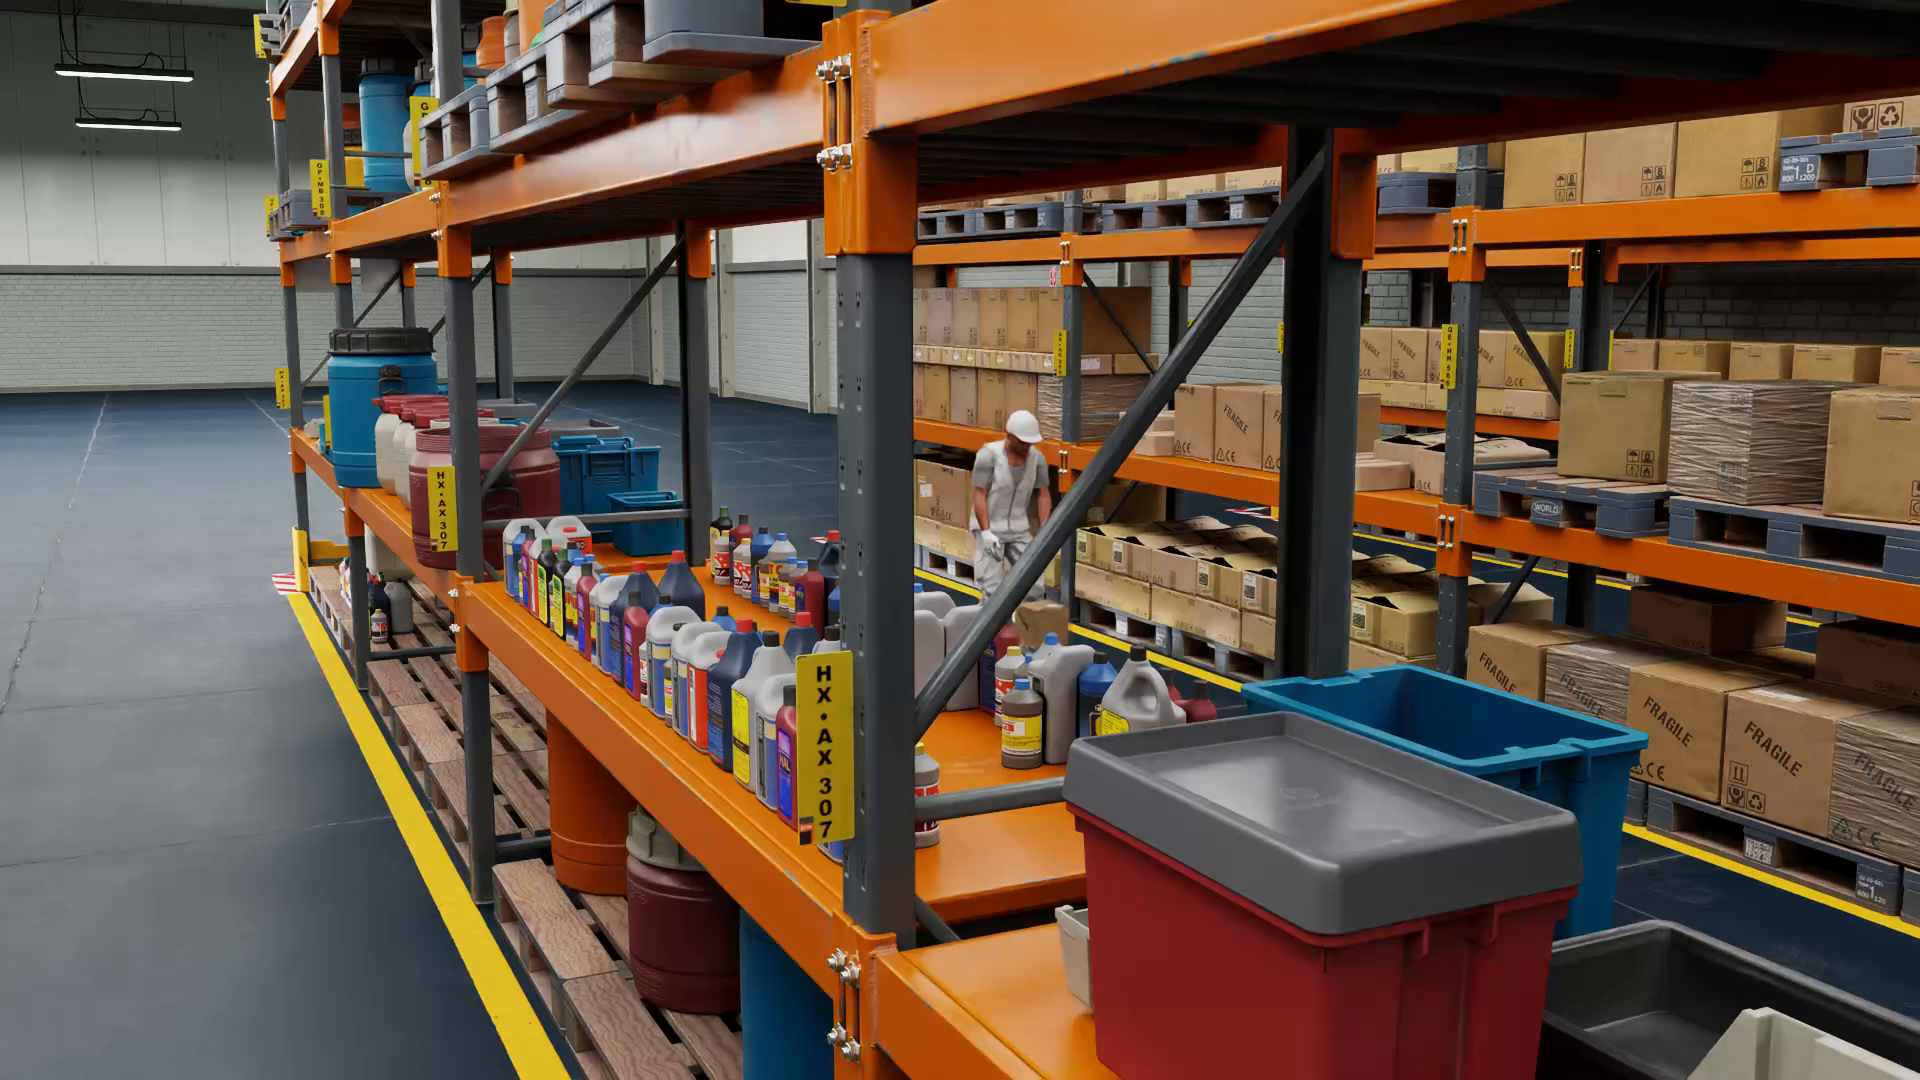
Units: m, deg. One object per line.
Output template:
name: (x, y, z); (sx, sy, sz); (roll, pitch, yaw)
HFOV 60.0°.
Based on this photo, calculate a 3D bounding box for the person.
person: (0.347, -0.006, 10.862); (0.568, 1.627, 0.602); (-4, 9, -26)
